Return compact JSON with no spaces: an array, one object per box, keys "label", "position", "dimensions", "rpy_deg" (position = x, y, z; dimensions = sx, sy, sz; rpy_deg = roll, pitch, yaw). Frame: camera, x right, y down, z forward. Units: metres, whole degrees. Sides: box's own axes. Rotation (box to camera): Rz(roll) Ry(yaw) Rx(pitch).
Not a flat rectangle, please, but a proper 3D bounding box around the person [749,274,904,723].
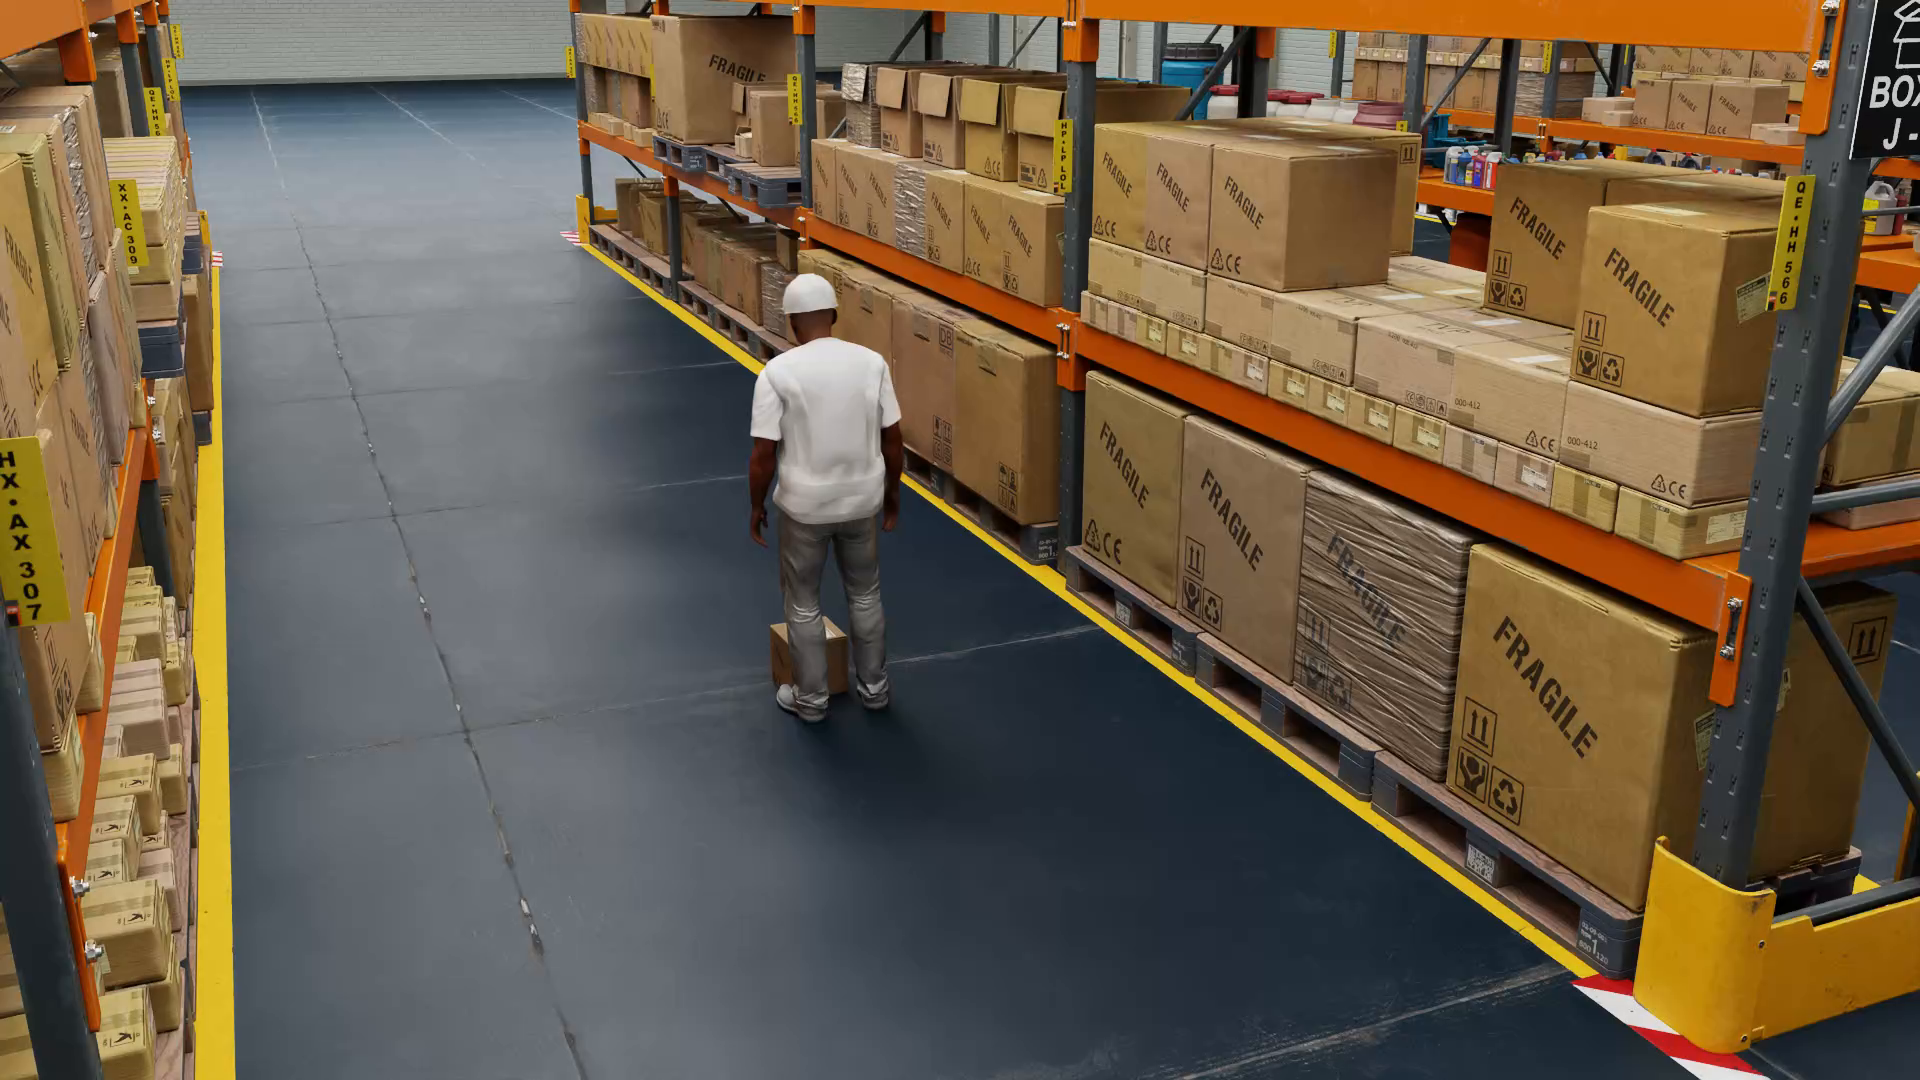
[{"label":"person","position":[-0.522,-0.156,6.494],"dimensions":[0.628,1.761,0.458],"rpy_deg":[-8,20,-22]}]
